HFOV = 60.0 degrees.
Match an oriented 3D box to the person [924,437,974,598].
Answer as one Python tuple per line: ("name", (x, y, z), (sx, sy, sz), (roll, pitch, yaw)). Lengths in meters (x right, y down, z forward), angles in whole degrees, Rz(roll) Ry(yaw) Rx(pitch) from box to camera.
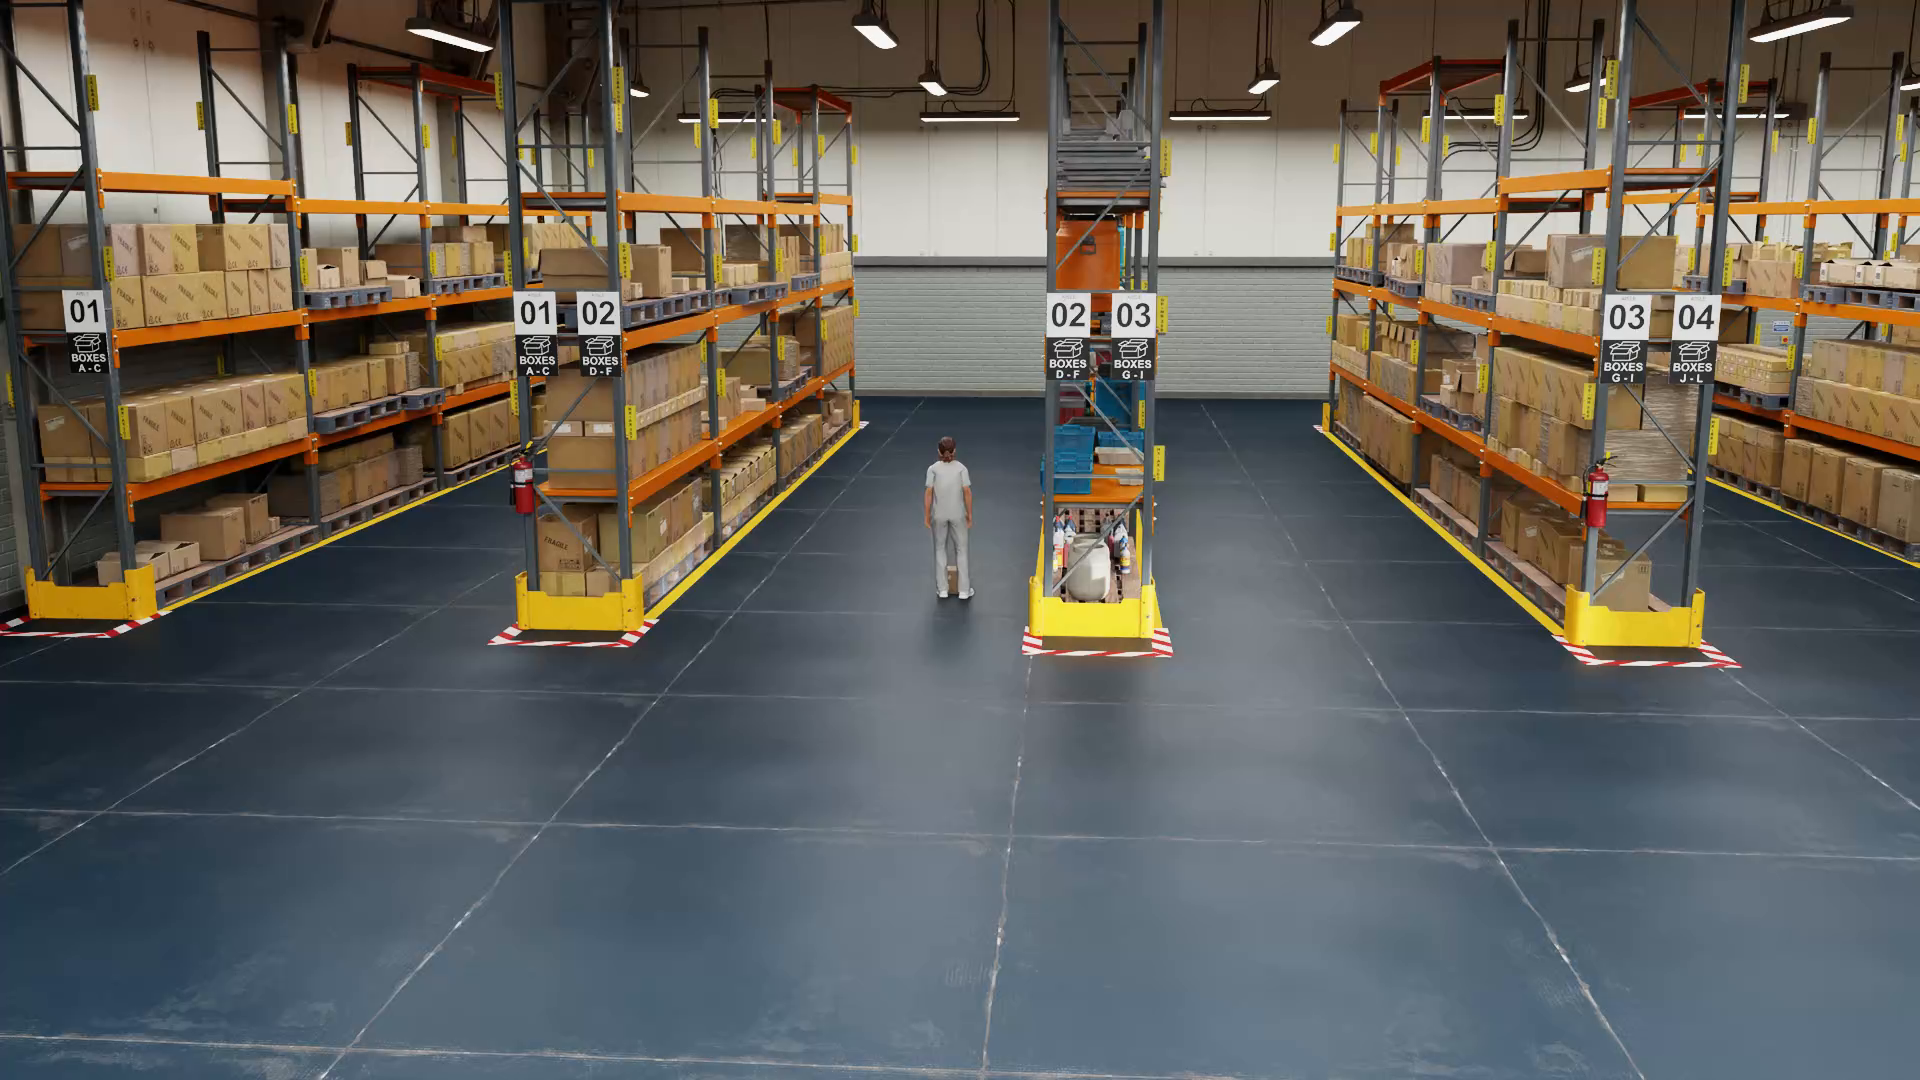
("person", (-0.111, -0.237, 17.175), (0.511, 1.673, 0.407), (0, 11, 1))
